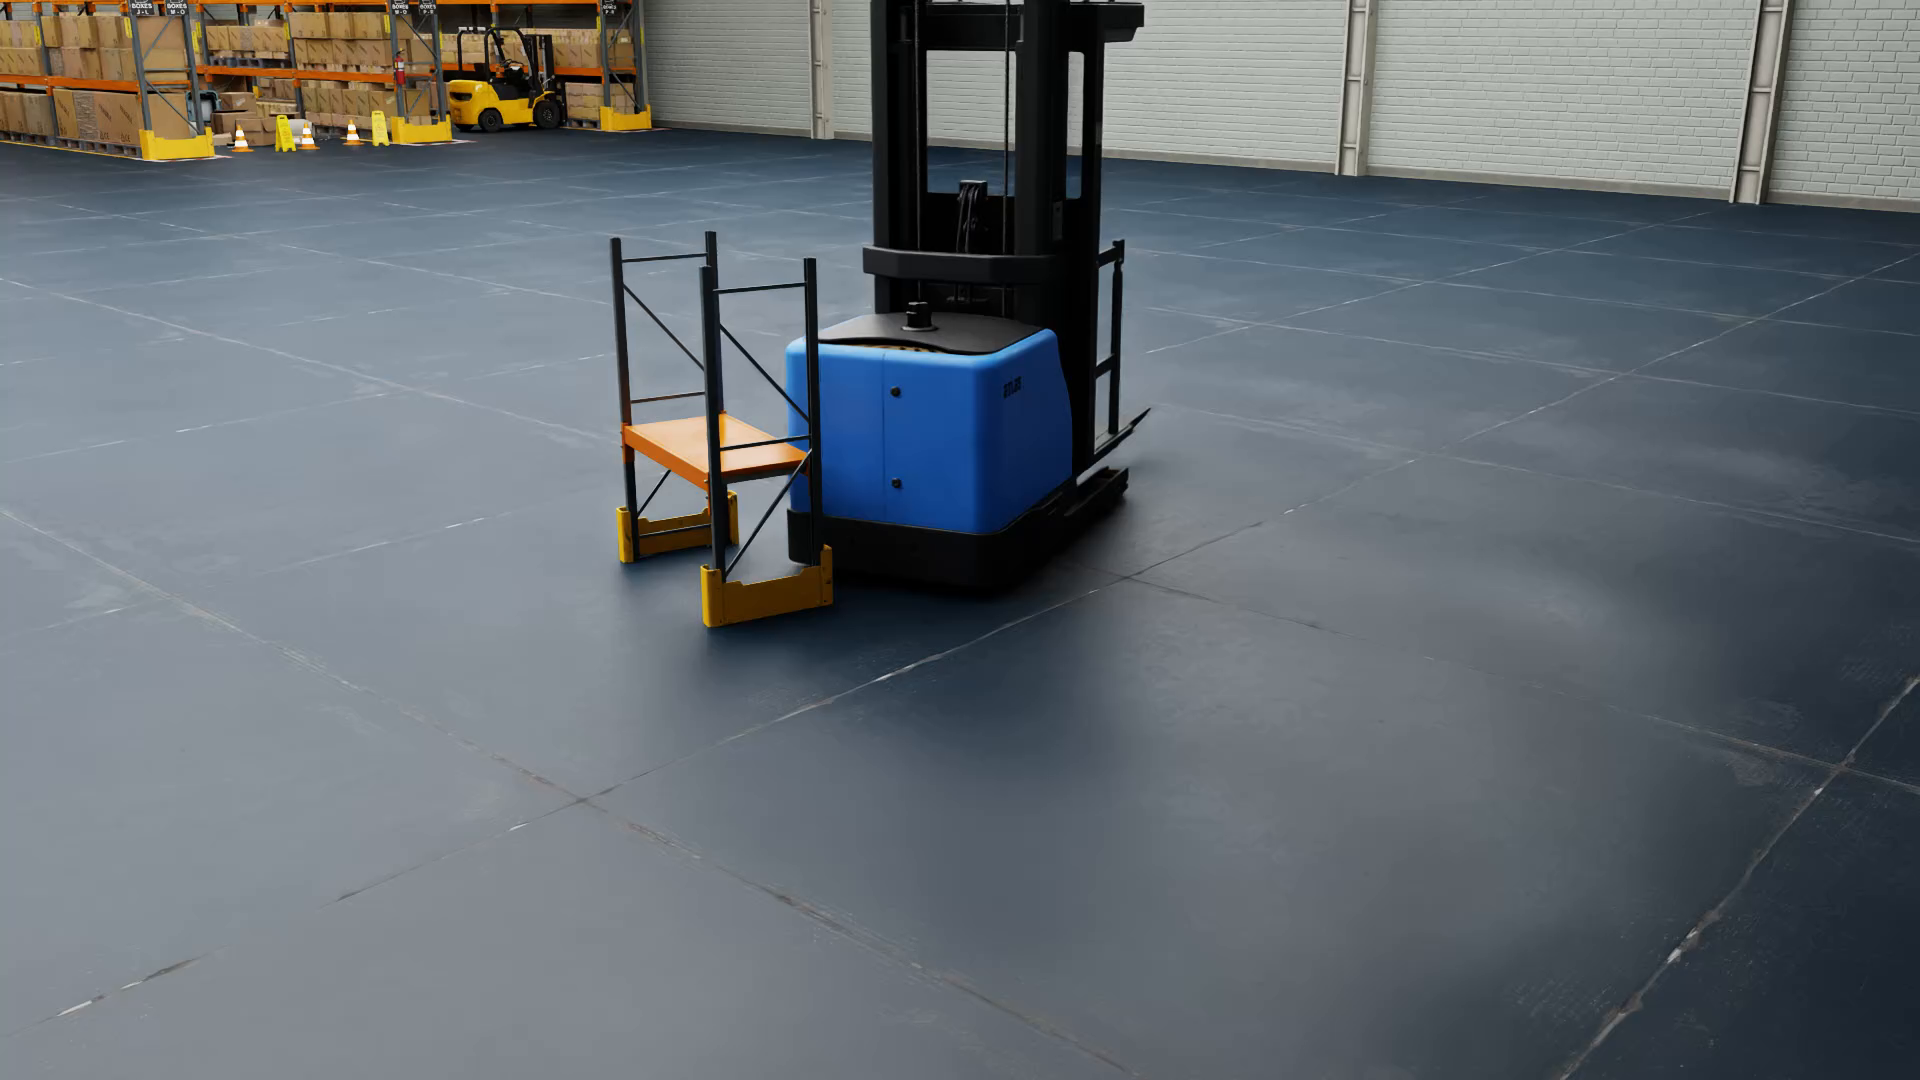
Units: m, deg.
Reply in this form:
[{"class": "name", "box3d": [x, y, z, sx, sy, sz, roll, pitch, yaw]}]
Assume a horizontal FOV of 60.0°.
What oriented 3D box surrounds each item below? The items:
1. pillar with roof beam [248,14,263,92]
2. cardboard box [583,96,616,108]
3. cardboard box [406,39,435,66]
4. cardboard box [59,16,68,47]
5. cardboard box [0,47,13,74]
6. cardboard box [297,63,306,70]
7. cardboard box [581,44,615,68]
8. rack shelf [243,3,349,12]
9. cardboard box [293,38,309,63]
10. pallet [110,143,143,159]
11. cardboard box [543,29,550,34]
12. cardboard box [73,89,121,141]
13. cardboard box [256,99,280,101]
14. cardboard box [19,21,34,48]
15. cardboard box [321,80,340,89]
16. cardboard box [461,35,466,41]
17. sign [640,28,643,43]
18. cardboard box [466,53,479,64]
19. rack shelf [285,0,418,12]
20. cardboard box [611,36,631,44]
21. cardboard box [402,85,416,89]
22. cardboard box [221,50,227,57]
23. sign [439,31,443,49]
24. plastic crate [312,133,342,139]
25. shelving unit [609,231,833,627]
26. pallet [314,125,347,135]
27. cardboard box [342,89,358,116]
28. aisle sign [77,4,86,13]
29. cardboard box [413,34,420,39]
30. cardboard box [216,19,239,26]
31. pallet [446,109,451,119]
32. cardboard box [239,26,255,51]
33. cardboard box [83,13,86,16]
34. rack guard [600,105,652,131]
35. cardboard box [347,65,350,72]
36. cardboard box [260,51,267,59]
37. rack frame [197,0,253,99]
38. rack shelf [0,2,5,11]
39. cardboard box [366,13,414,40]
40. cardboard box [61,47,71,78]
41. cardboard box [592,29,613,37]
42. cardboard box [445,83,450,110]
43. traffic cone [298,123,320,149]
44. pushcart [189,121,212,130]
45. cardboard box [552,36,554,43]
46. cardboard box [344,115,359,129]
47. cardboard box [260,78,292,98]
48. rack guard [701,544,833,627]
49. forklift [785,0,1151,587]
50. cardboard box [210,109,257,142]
[{"class": "pillar with roof beam", "box3d": [-23.600, -16.323, 44.669, 0.400, 9.000, 9.100, 15, 23, 39]}, {"class": "cardboard box", "box3d": [-7.928, -9.635, 36.536, 0.500, 0.250, 0.500, 15, 23, 39]}, {"class": "cardboard box", "box3d": [-10.819, -9.703, 33.071, 0.500, 0.500, 0.500, 15, 23, 38]}, {"class": "cardboard box", "box3d": [-16.109, -9.439, 30.862, 0.550, 0.550, 0.875, 15, 23, 39]}, {"class": "cardboard box", "box3d": [-18.555, -9.415, 32.655, 0.500, 0.500, 0.500, 15, 23, 39]}, {"class": "cardboard box", "box3d": [-13.618, -9.904, 34.774, 0.250, 0.149, 0.380, 15, 23, 39]}, {"class": "cardboard box", "box3d": [-7.899, -10.567, 36.283, 0.500, 0.500, 0.500, 14, 23, 38]}, {"class": "rack shelf", "box3d": [-17.828, -14.378, 44.687, 4.000, 0.370, 1.077, 15, 23, 39]}, {"class": "cardboard box", "box3d": [-13.496, -10.197, 34.627, 0.500, 0.500, 0.500, 15, 23, 39]}, {"class": "pallet", "box3d": [-14.509, -7.029, 29.913, 1.213, 0.211, 1.003, 15, 23, 39]}, {"class": "cardboard box", "box3d": [-9.093, -11.364, 37.230, 0.250, 0.149, 0.380, 15, 23, 39]}, {"class": "cardboard box", "box3d": [-15.750, -7.884, 30.814, 0.875, 0.875, 0.875, 15, 23, 40]}, {"class": "cardboard box", "box3d": [-15.659, -9.648, 37.203, 0.625, 0.372, 0.950, 14, 23, 38]}, {"class": "cardboard box", "box3d": [-17.612, -9.744, 32.039, 0.500, 0.500, 0.700, 15, 23, 38]}, {"class": "cardboard box", "box3d": [-12.939, -9.394, 34.294, 0.250, 0.149, 0.380, 16, 24, 41]}, {"class": "cardboard box", "box3d": [-11.543, -11.856, 39.275, 0.250, 0.149, 0.380, 14, 23, 38]}, {"class": "sign", "box3d": [-6.984, -11.055, 36.423, 0.005, 0.325, 0.100, 15, 23, 39]}, {"class": "cardboard box", "box3d": [-11.279, -11.353, 39.174, 0.500, 0.250, 0.500, 15, 23, 39]}, {"class": "rack shelf", "box3d": [-12.144, -10.844, 33.554, 4.000, 0.370, 1.077, 15, 23, 39]}, {"class": "cardboard box", "box3d": [-7.438, -10.963, 36.461, 0.250, 0.149, 0.380, 14, 23, 38]}, {"class": "cardboard box", "box3d": [-13.799, -11.131, 41.665, 0.500, 0.500, 0.500, 16, 24, 41]}, {"class": "cardboard box", "box3d": [-16.149, -10.806, 36.922, 0.250, 0.149, 0.380, 13, 22, 36]}, {"class": "sign", "box3d": [-10.289, -9.891, 32.889, 0.005, 0.325, 0.100, 15, 23, 39]}, {"class": "plastic crate", "box3d": [-13.010, -8.267, 34.028, 0.583, 0.080, 0.402, 7, 19, 21]}, {"class": "shelving unit", "box3d": [-1.076, -0.532, 7.308, 0.587, 1.500, 1.083, -10, 20, -30]}, {"class": "pallet", "box3d": [-13.115, -8.703, 35.186, 1.213, 0.211, 1.003, 15, 23, 39]}, {"class": "cardboard box", "box3d": [-12.186, -8.912, 33.845, 0.500, 0.500, 0.500, 14, 23, 38]}, {"class": "aisle sign", "box3d": [-22.464, -13.892, 42.629, 0.004, 0.787, 0.394, 15, 23, 39]}, {"class": "cardboard box", "box3d": [-13.097, -12.259, 40.543, 0.250, 0.149, 0.380, 16, 23, 40]}, {"class": "cardboard box", "box3d": [-16.839, -11.641, 38.015, 0.500, 0.500, 0.500, 14, 22, 37]}, {"class": "pallet", "box3d": [-11.842, -10.338, 40.337, 1.213, 0.211, 1.003, 15, 23, 39]}, {"class": "cardboard box", "box3d": [-15.284, -10.899, 36.144, 0.500, 0.500, 0.500, 14, 22, 37]}, {"class": "cardboard box", "box3d": [-21.402, -12.947, 41.059, 0.250, 0.149, 0.380, 14, 23, 38]}, {"class": "rack guard", "box3d": [-7.339, -9.284, 36.537, 0.348, 0.500, 1.175, 15, 23, 39]}, {"class": "cardboard box", "box3d": [-12.201, -9.574, 33.737, 0.250, 0.149, 0.380, 15, 23, 39]}, {"class": "cardboard box", "box3d": [-14.804, -10.431, 35.743, 0.250, 0.149, 0.380, 15, 23, 40]}, {"class": "rack frame", "box3d": [-16.632, -10.962, 37.695, 0.127, 3.000, 1.000, 15, 23, 39]}, {"class": "rack shelf", "box3d": [-21.338, -11.310, 35.022, 4.000, 0.370, 1.077, 15, 23, 39]}, {"class": "cardboard box", "box3d": [-11.176, -10.075, 32.590, 0.500, 0.500, 0.700, 14, 23, 38]}, {"class": "cardboard box", "box3d": [-16.140, -8.914, 30.992, 0.550, 0.550, 0.875, 15, 23, 39]}, {"class": "cardboard box", "box3d": [-7.764, -11.003, 36.093, 0.250, 0.149, 0.380, 15, 23, 39]}, {"class": "cardboard box", "box3d": [-11.885, -10.761, 40.294, 0.625, 0.625, 0.875, 14, 22, 37]}, {"class": "traffic cone", "box3d": [-12.309, -7.622, 31.363, 0.334, 0.463, 0.336, 15, 23, 39]}, {"class": "pushcart", "box3d": [-15.116, -8.383, 33.904, 0.936, 0.377, 1.648, 7, 19, 21]}, {"class": "cardboard box", "box3d": [-8.905, -11.165, 37.097, 0.250, 0.149, 0.380, 15, 23, 39]}, {"class": "cardboard box", "box3d": [-12.209, -8.557, 33.966, 0.500, 0.250, 0.500, 14, 22, 37]}, {"class": "cardboard box", "box3d": [-18.929, -12.558, 46.157, 0.637, 0.503, 0.797, 14, 22, 37]}, {"class": "rack guard", "box3d": [-0.817, 0.192, 7.092, 0.587, 0.250, 0.087, -10, 20, -30]}, {"class": "forklift", "box3d": [0.243, -1.597, 8.299, 1.130, 2.935, 3.031, 7, 19, 21]}, {"class": "cardboard box", "box3d": [-14.348, -8.197, 32.883, 0.503, 0.637, 0.797, 15, 23, 39]}]
